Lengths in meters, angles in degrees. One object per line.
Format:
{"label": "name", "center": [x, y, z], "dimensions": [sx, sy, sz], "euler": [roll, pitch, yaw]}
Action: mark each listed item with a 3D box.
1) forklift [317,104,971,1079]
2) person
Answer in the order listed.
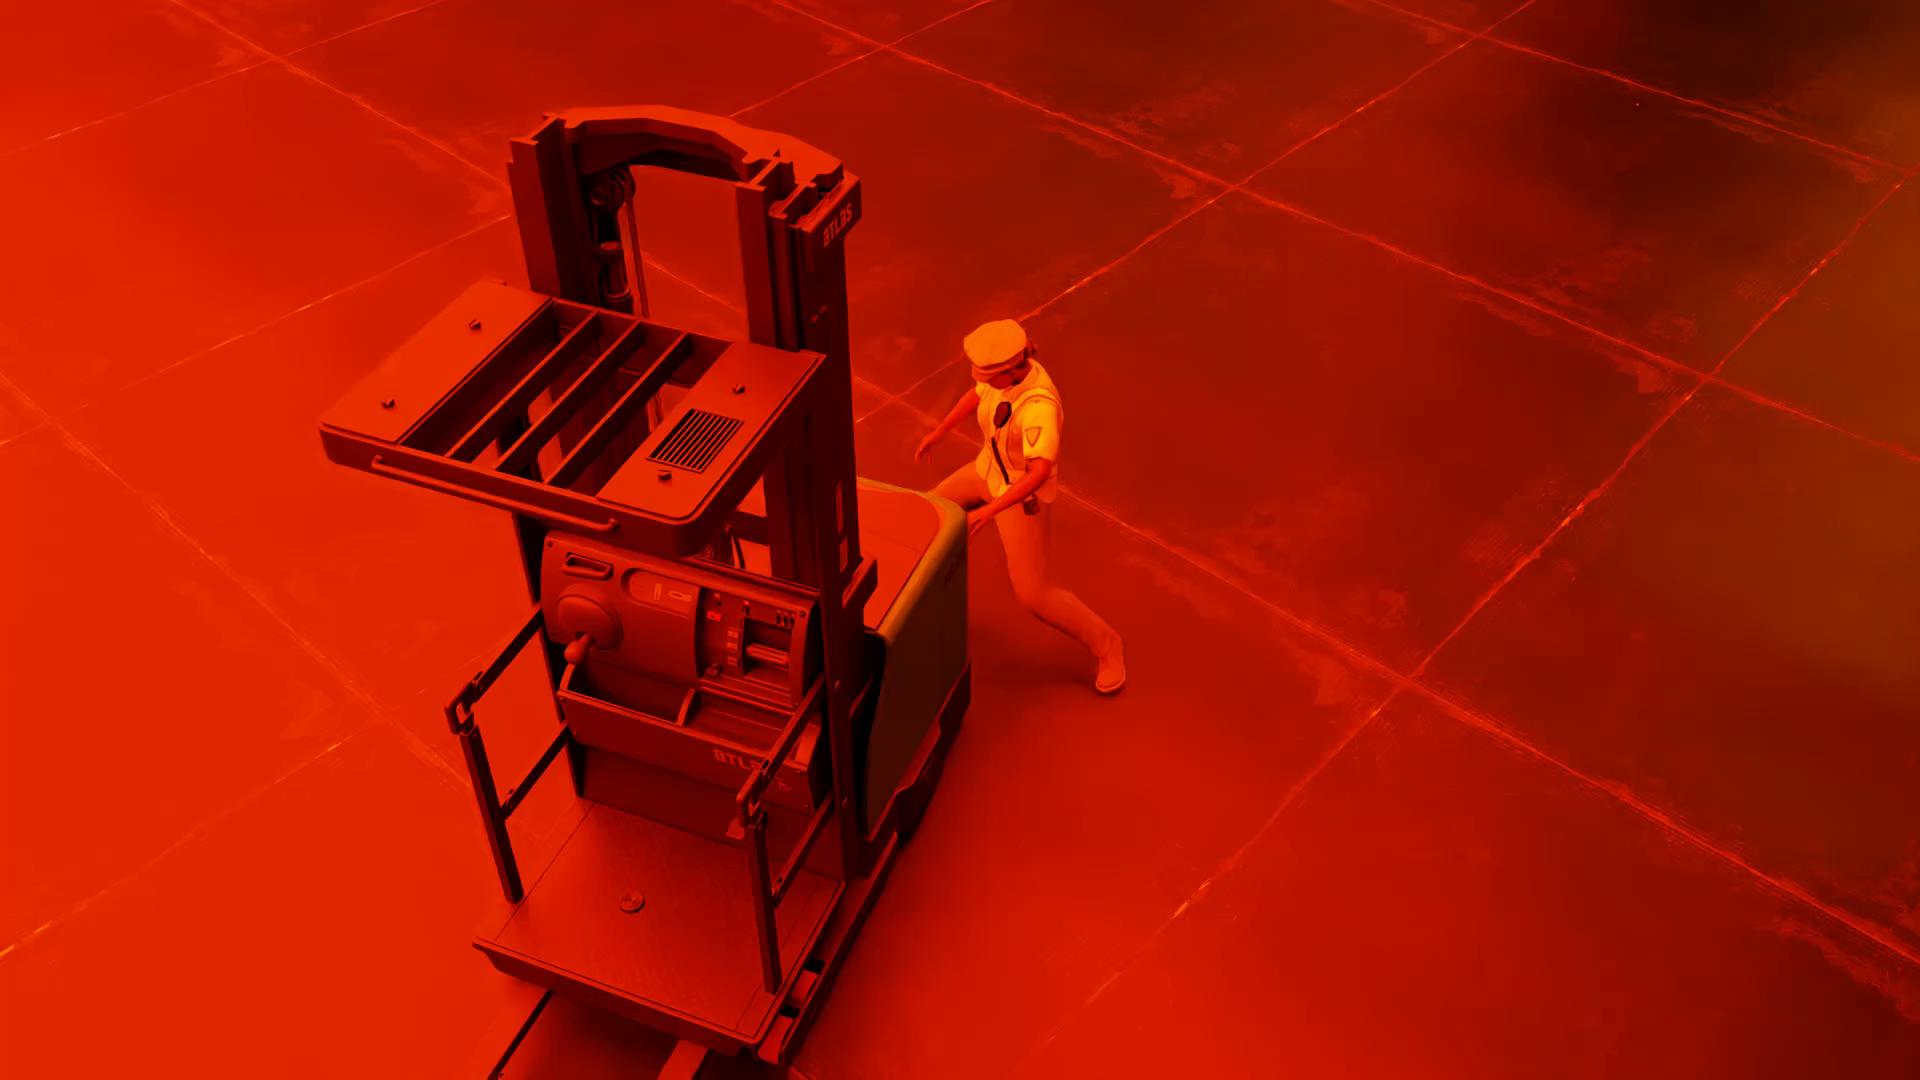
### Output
{"label": "forklift", "center": [-0.970, 0.341, 5.031], "dimensions": [1.130, 2.935, 3.031], "euler": [14, 43, 16]}
{"label": "person", "center": [0.120, -0.191, 6.778], "dimensions": [0.869, 1.474, 1.201], "euler": [-14, 43, -16]}
